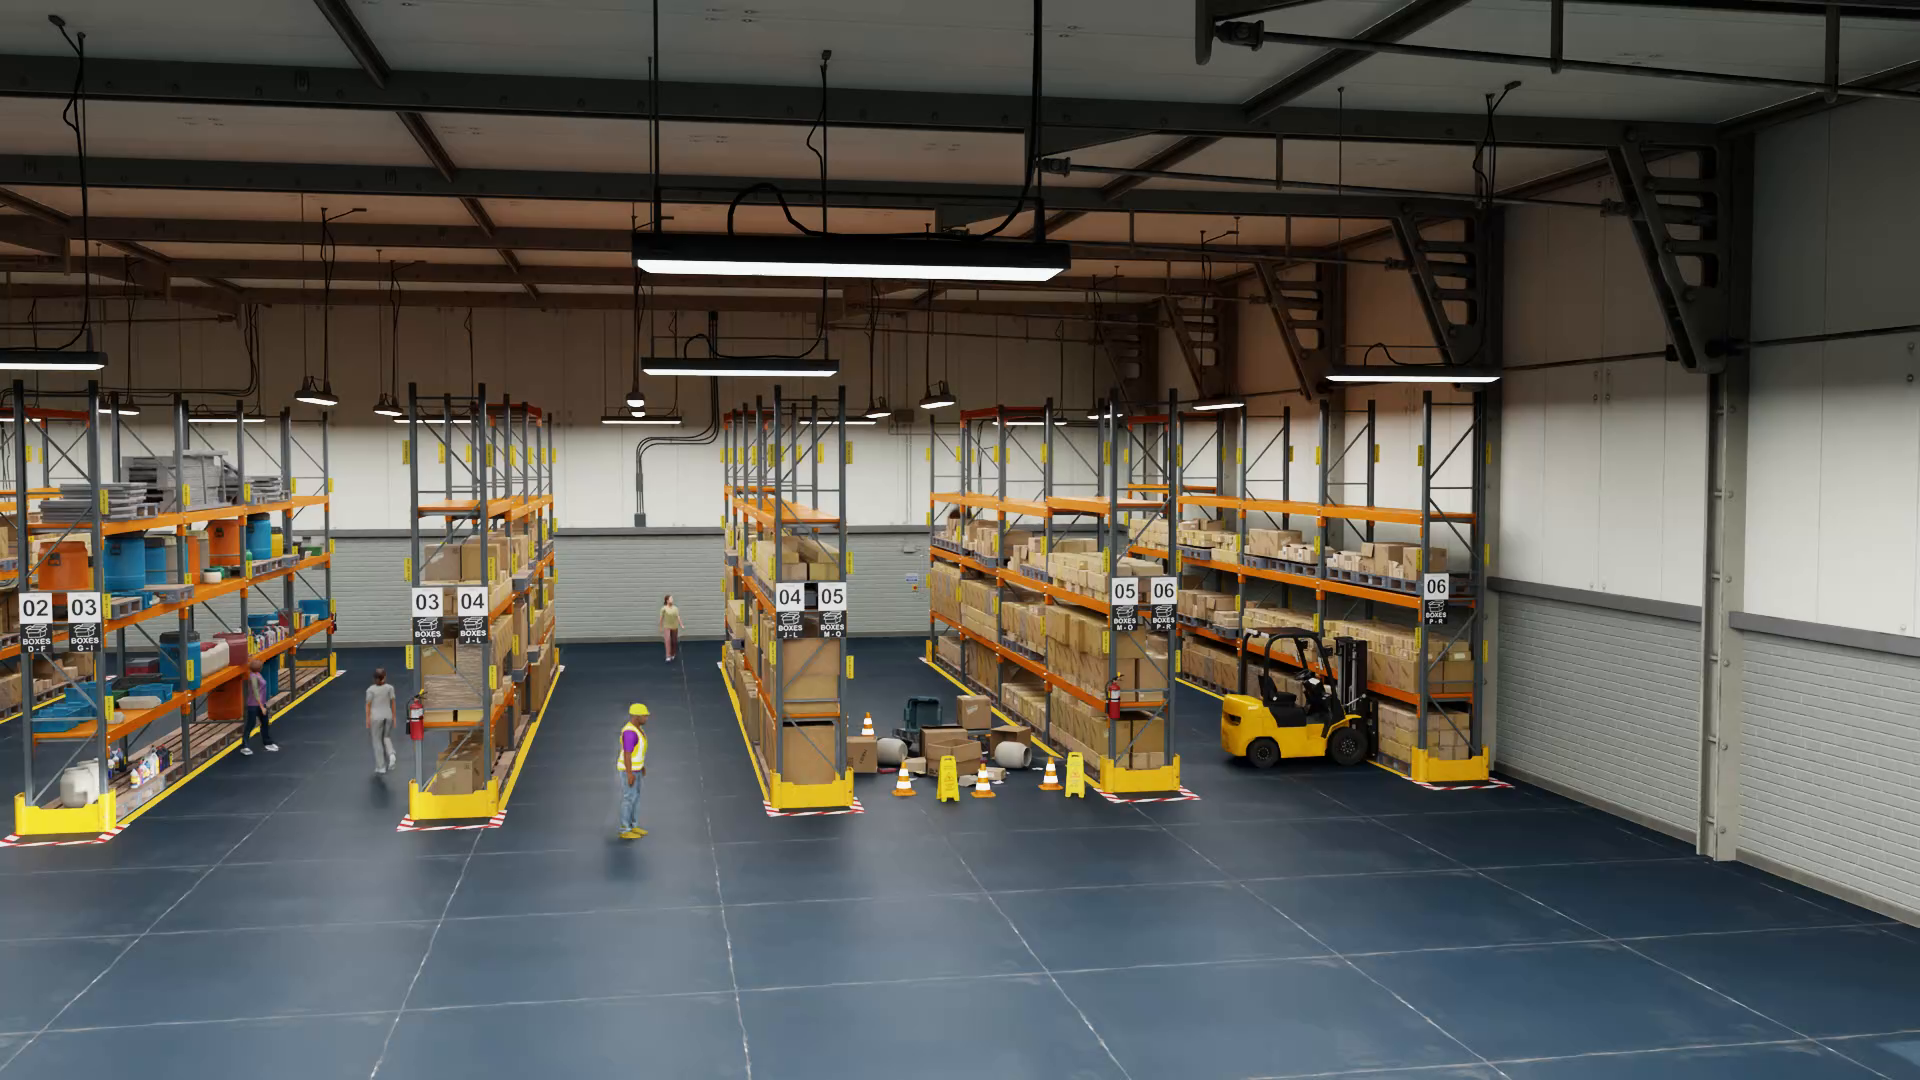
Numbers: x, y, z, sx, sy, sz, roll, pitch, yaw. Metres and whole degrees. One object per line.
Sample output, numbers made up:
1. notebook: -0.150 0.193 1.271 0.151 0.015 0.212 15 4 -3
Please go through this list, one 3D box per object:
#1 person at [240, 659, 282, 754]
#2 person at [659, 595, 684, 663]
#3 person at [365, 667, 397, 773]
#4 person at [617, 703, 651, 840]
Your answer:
1. person: -11.794 2.795 27.963 0.543 1.599 0.559 0 3 -2
2. person: -6.997 2.136 40.331 0.593 1.612 1.039 -1 3 -12
3. person: -9.089 2.826 26.094 0.494 1.666 0.441 2 4 39
4. person: -4.269 3.018 21.803 0.447 1.772 0.603 0 3 1
